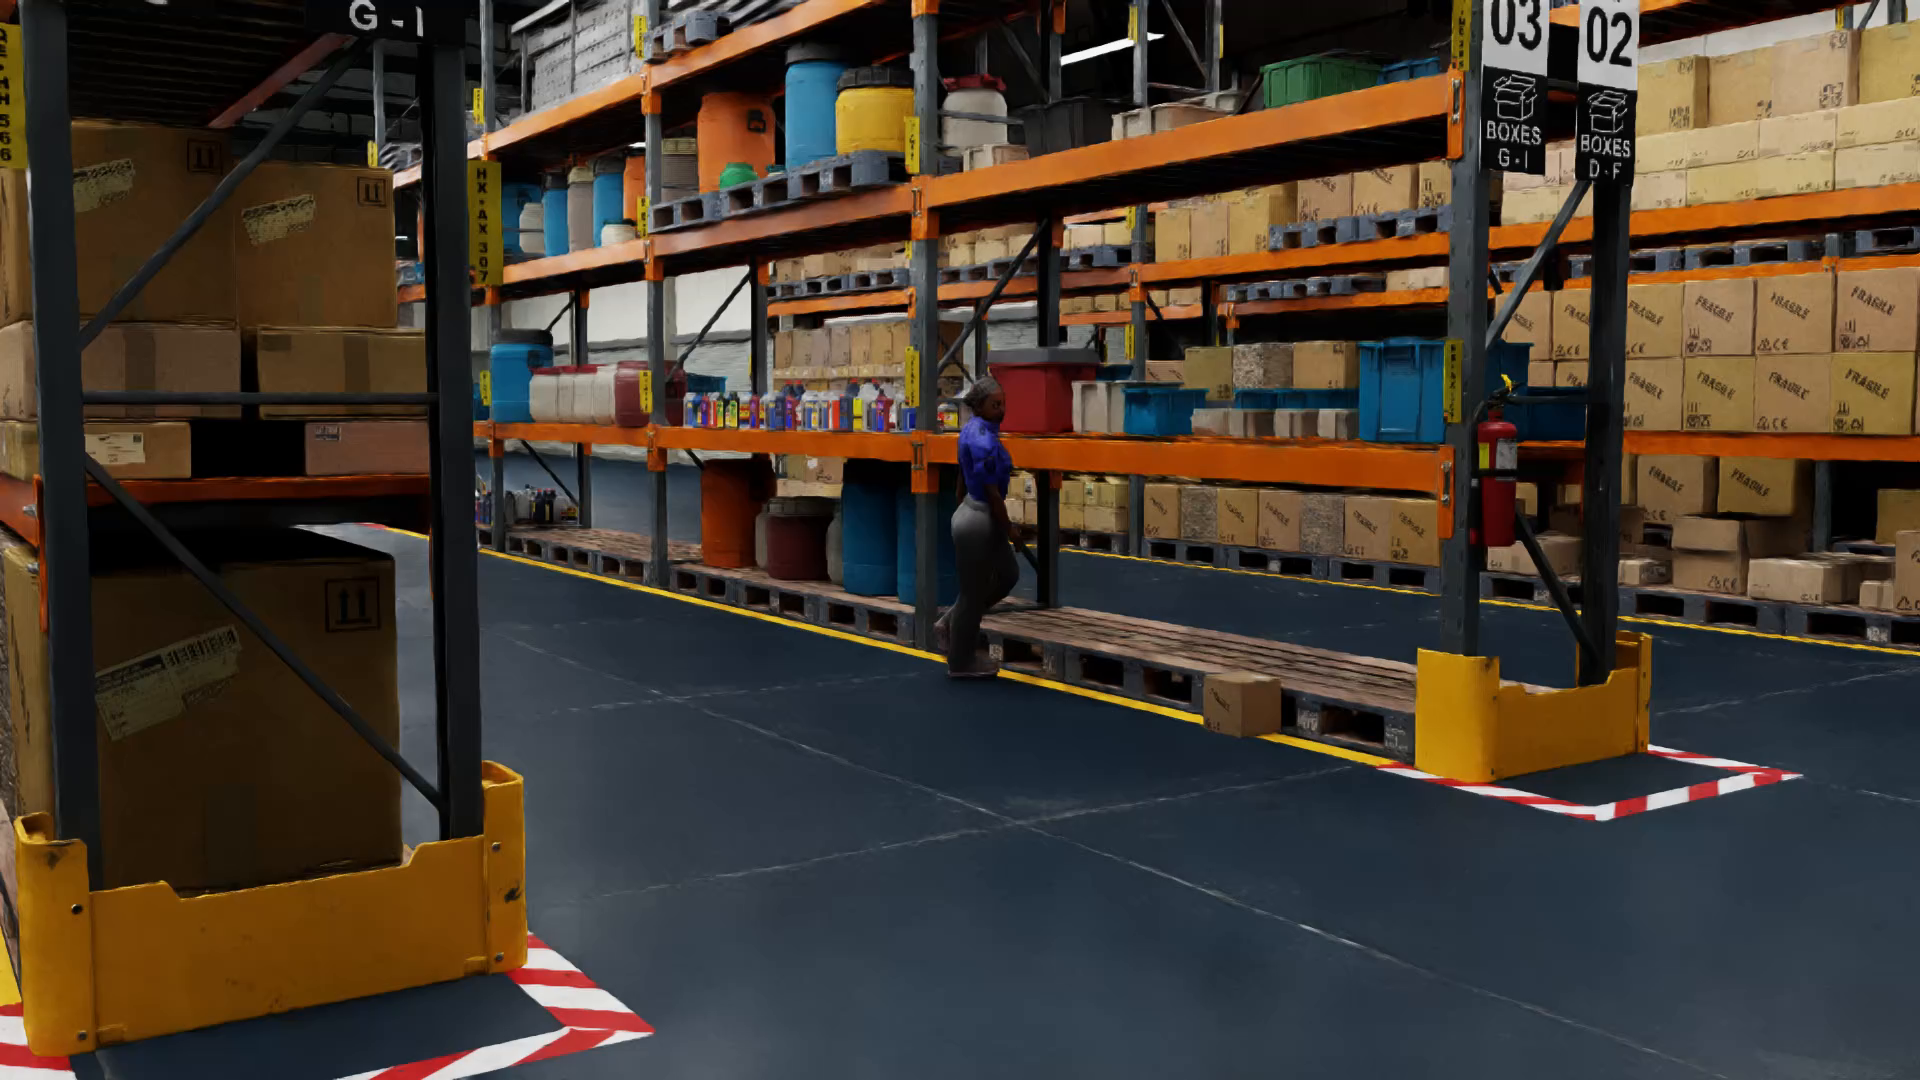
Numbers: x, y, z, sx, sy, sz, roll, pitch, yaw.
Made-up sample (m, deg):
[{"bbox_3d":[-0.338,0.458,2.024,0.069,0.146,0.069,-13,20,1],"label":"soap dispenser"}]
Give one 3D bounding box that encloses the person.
[{"bbox_3d":[0.111,-0.062,8.835,0.470,1.613,0.663,-1,5,-8],"label":"person"}]
